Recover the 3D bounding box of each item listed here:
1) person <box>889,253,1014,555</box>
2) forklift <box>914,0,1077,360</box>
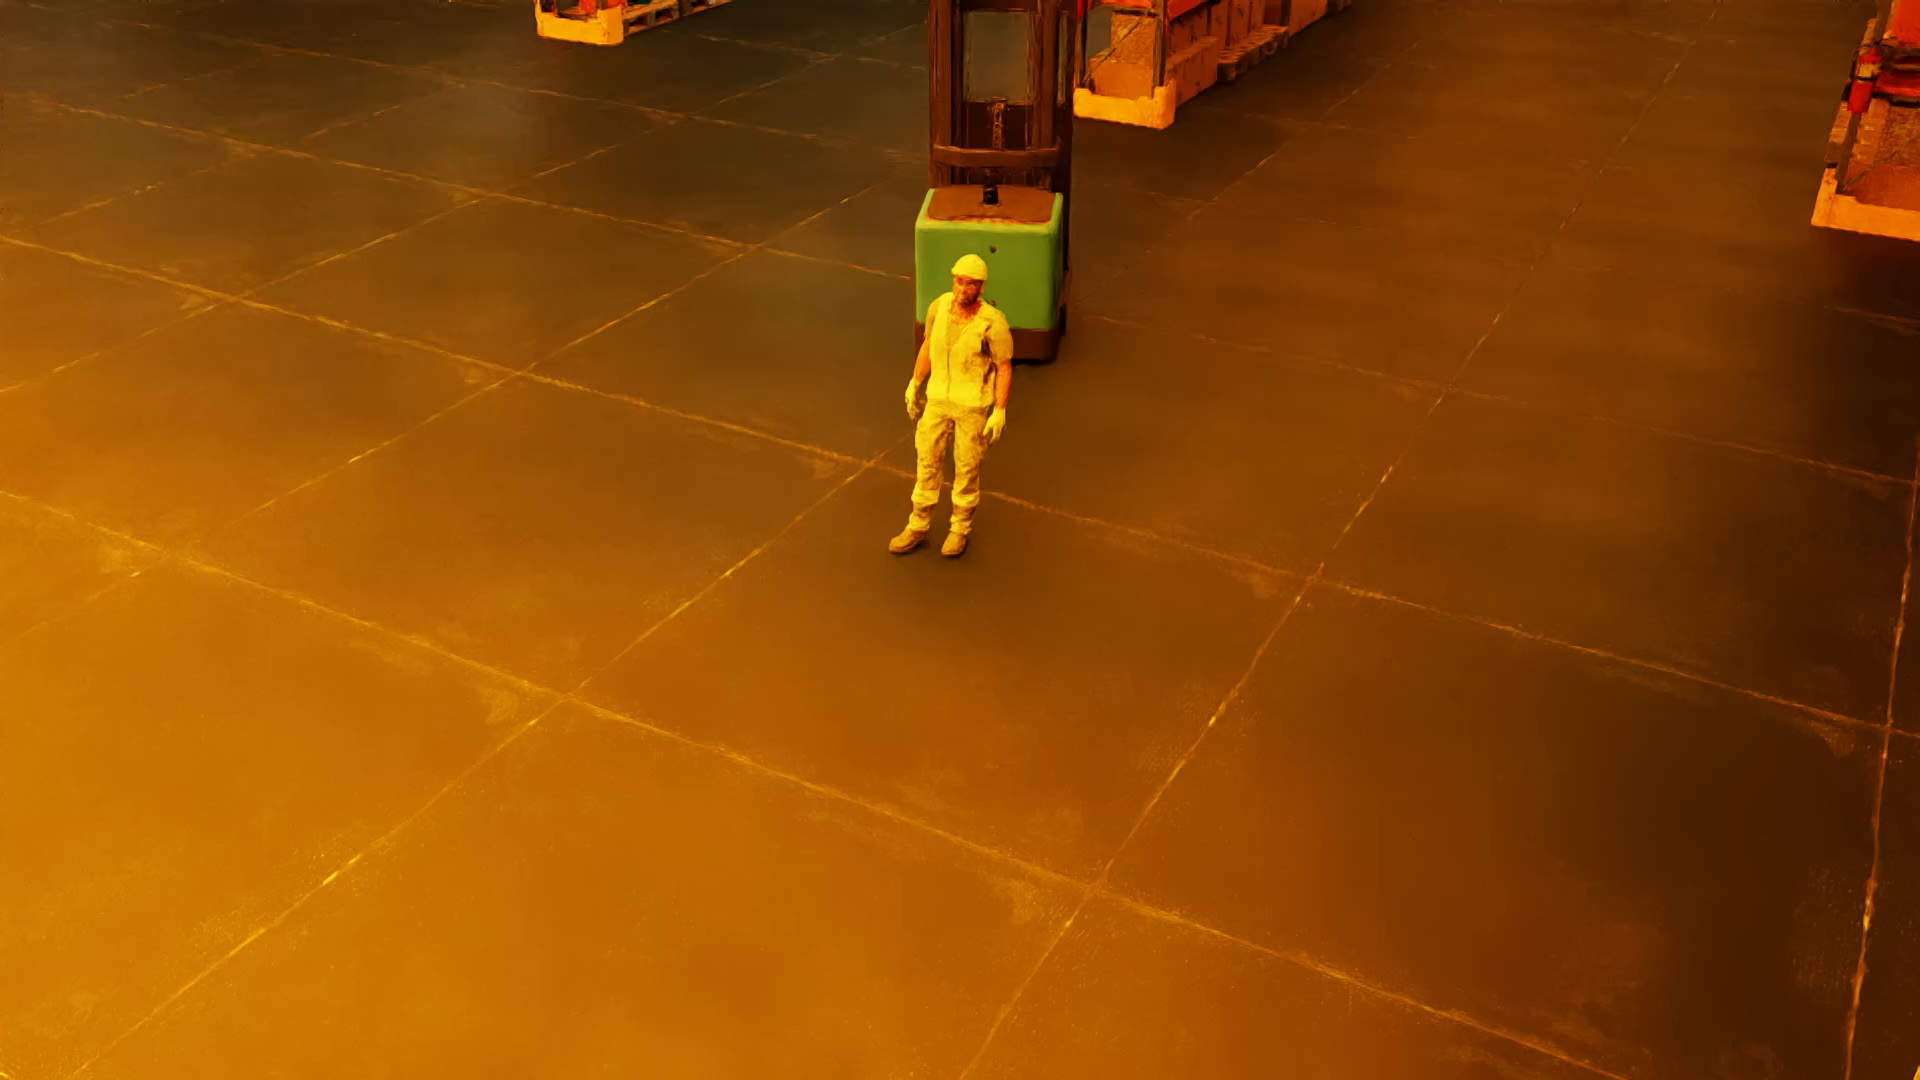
[{"bbox_3d":[-0.049,-0.748,9.496,0.637,1.787,0.563,15,33,25],"label":"person"},{"bbox_3d":[0.336,-3.299,12.786,1.130,2.935,3.031,3,30,5],"label":"forklift"}]
